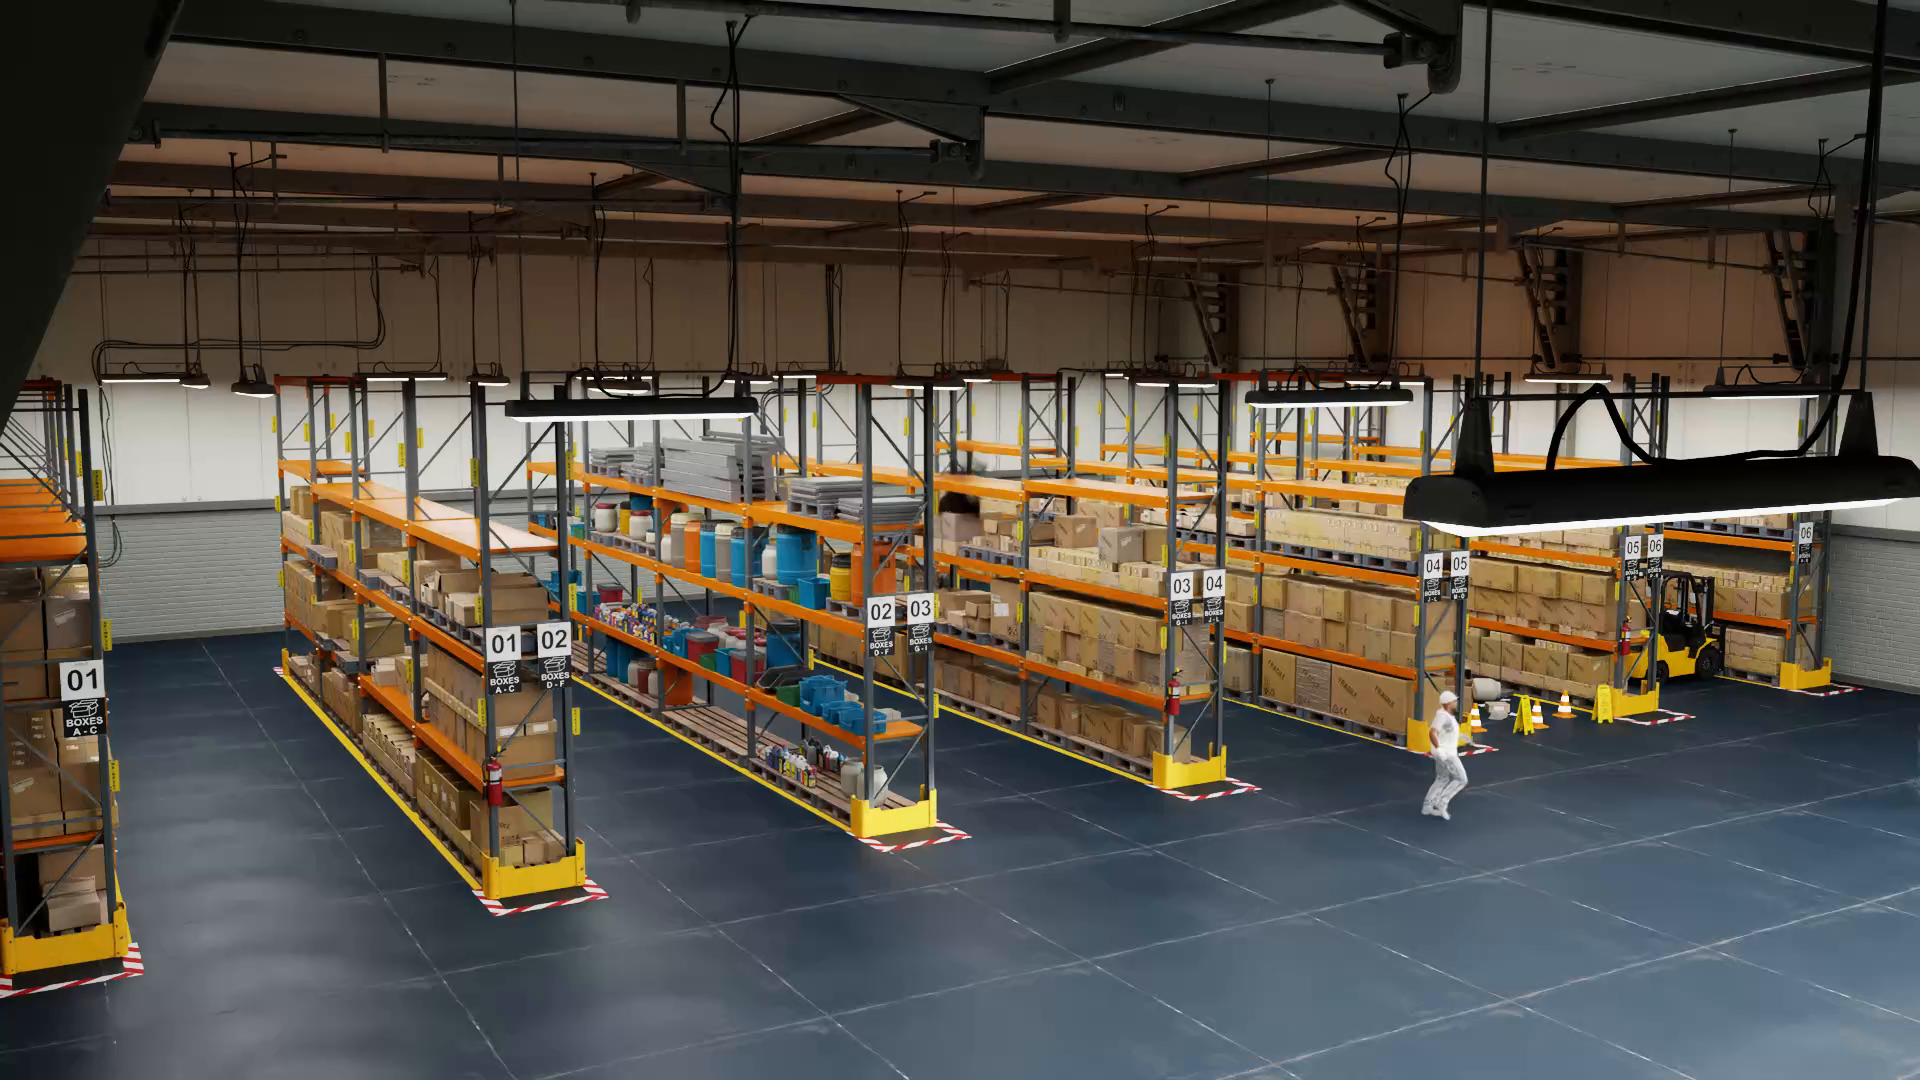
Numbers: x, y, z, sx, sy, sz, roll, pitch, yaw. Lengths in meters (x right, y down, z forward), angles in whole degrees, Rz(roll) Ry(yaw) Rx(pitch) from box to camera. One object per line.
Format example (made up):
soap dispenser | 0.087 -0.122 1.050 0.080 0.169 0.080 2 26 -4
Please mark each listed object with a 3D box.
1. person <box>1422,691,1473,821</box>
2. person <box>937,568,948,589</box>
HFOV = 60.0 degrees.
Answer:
person | 6.728 2.956 22.881 0.664 1.772 0.671 1 6 7
person | -0.570 1.383 38.042 0.686 1.569 0.926 -3 7 -22
